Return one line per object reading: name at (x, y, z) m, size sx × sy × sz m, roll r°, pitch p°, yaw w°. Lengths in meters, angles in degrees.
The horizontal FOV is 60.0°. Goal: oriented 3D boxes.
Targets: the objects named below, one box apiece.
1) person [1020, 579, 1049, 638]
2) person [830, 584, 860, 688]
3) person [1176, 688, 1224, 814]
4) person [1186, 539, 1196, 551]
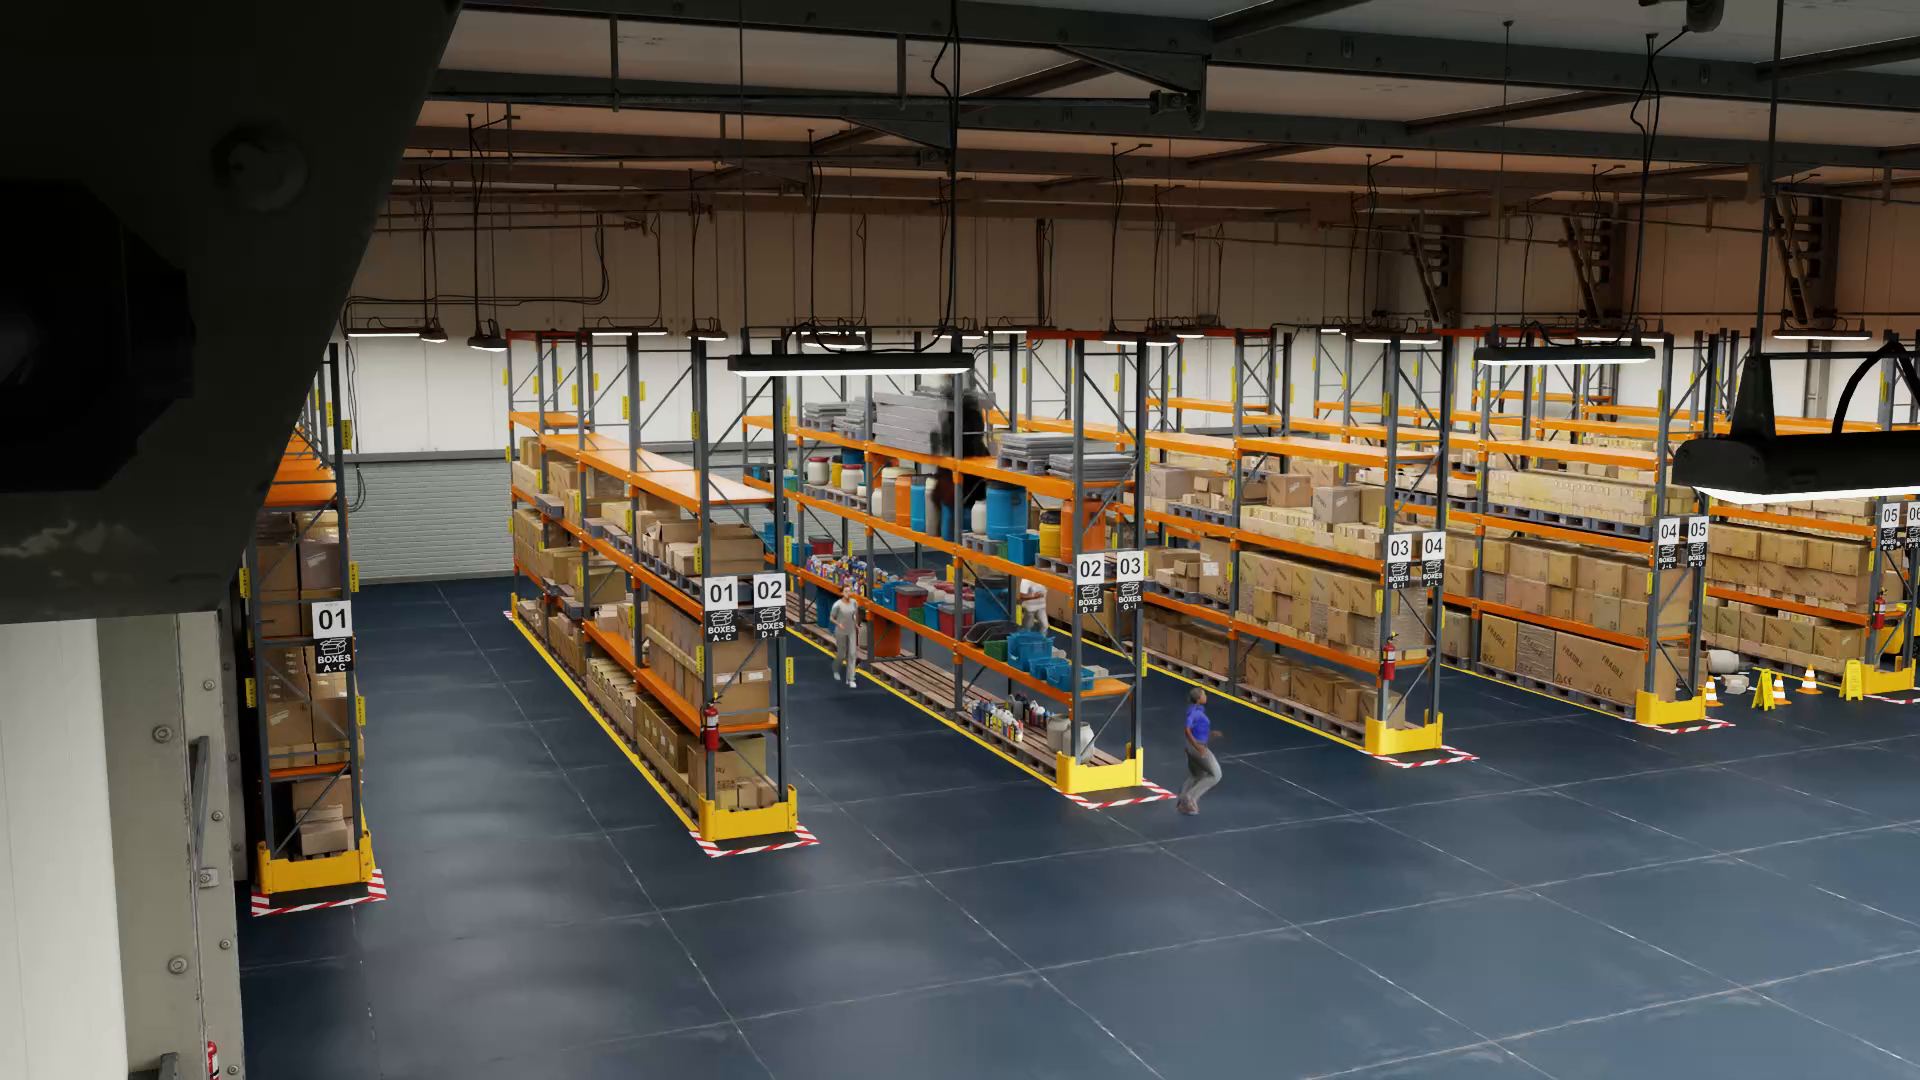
person at (1.318, 1.266, 29.491) m, size 0.728 × 1.857 × 0.831 m, roll -5°, pitch 9°, yaw -33°
person at (-1.879, 1.535, 27.204) m, size 0.553 × 1.667 × 0.800 m, roll -4°, pitch 9°, yaw -27°
person at (3.058, 2.670, 21.065) m, size 0.596 × 1.624 × 0.561 m, roll -1°, pitch 8°, yaw -6°
person at (5.806, -0.138, 41.635) m, size 0.662 × 1.654 × 0.855 m, roll -7°, pitch 10°, yaw -40°
